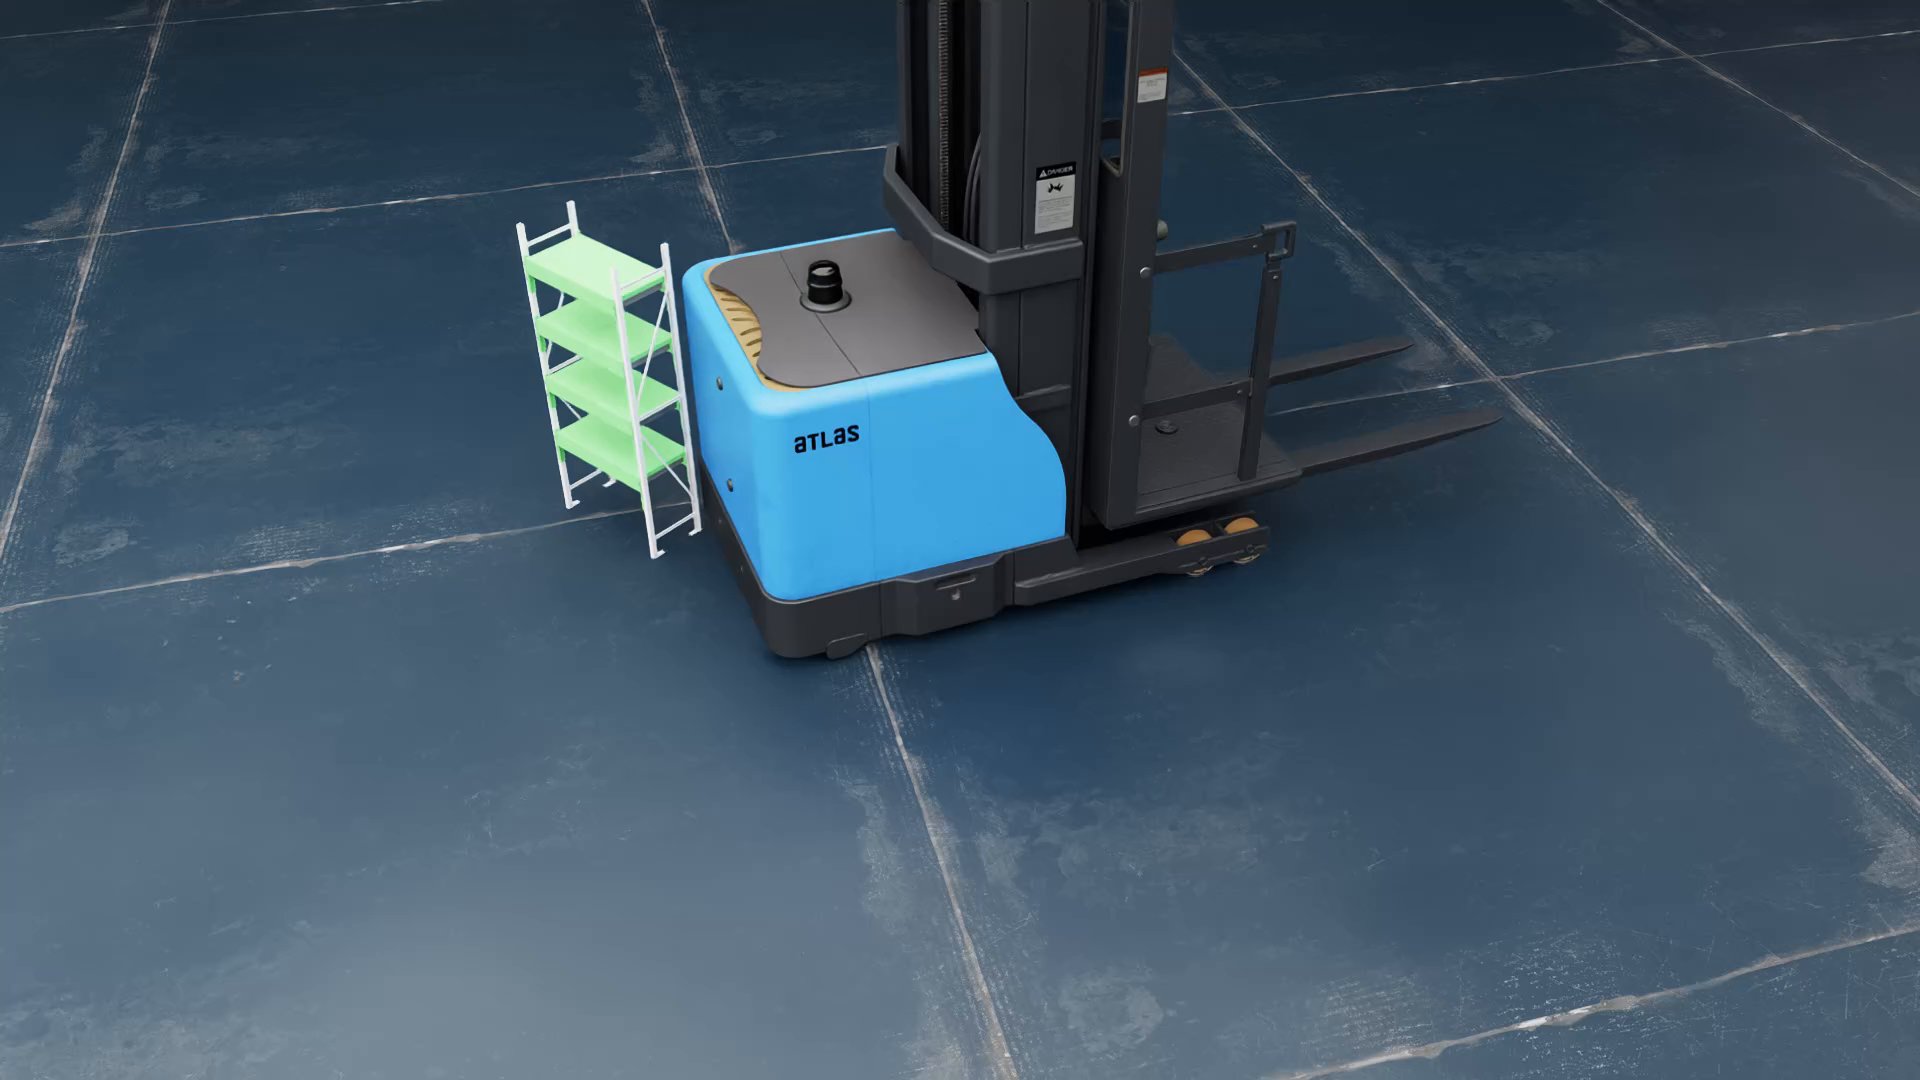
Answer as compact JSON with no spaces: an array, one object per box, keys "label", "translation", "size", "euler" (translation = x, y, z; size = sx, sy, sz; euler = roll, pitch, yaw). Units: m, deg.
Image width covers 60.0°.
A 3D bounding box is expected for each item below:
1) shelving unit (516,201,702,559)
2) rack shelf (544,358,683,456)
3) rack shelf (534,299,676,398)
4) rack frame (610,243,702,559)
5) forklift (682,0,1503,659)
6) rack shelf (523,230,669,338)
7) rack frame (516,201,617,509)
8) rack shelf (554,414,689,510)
[{"label":"shelving unit","translation":[-1.247,-0.558,5.992],"size":[0.503,1.200,0.258],"euler":[27,45,31]},{"label":"rack shelf","translation":[-1.247,-0.507,6.031],"size":[0.480,0.148,0.258],"euler":[27,45,31]},{"label":"rack shelf","translation":[-1.247,-0.698,5.885],"size":[0.480,0.148,0.258],"euler":[27,45,31]},{"label":"rack frame","translation":[-1.061,-0.462,5.867],"size":[0.015,1.200,0.240],"euler":[27,45,31]},{"label":"forklift","translation":[0.598,-1.321,5.565],"size":[3.031,2.935,1.130],"euler":[-13,39,-17]},{"label":"rack shelf","translation":[-1.247,-0.888,5.739],"size":[0.480,0.148,0.258],"euler":[27,45,31]},{"label":"rack frame","translation":[-1.434,-0.654,6.117],"size":[0.015,1.200,0.240],"euler":[27,45,31]},{"label":"rack shelf","translation":[-1.247,-0.316,6.176],"size":[0.480,0.148,0.258],"euler":[27,45,31]}]
